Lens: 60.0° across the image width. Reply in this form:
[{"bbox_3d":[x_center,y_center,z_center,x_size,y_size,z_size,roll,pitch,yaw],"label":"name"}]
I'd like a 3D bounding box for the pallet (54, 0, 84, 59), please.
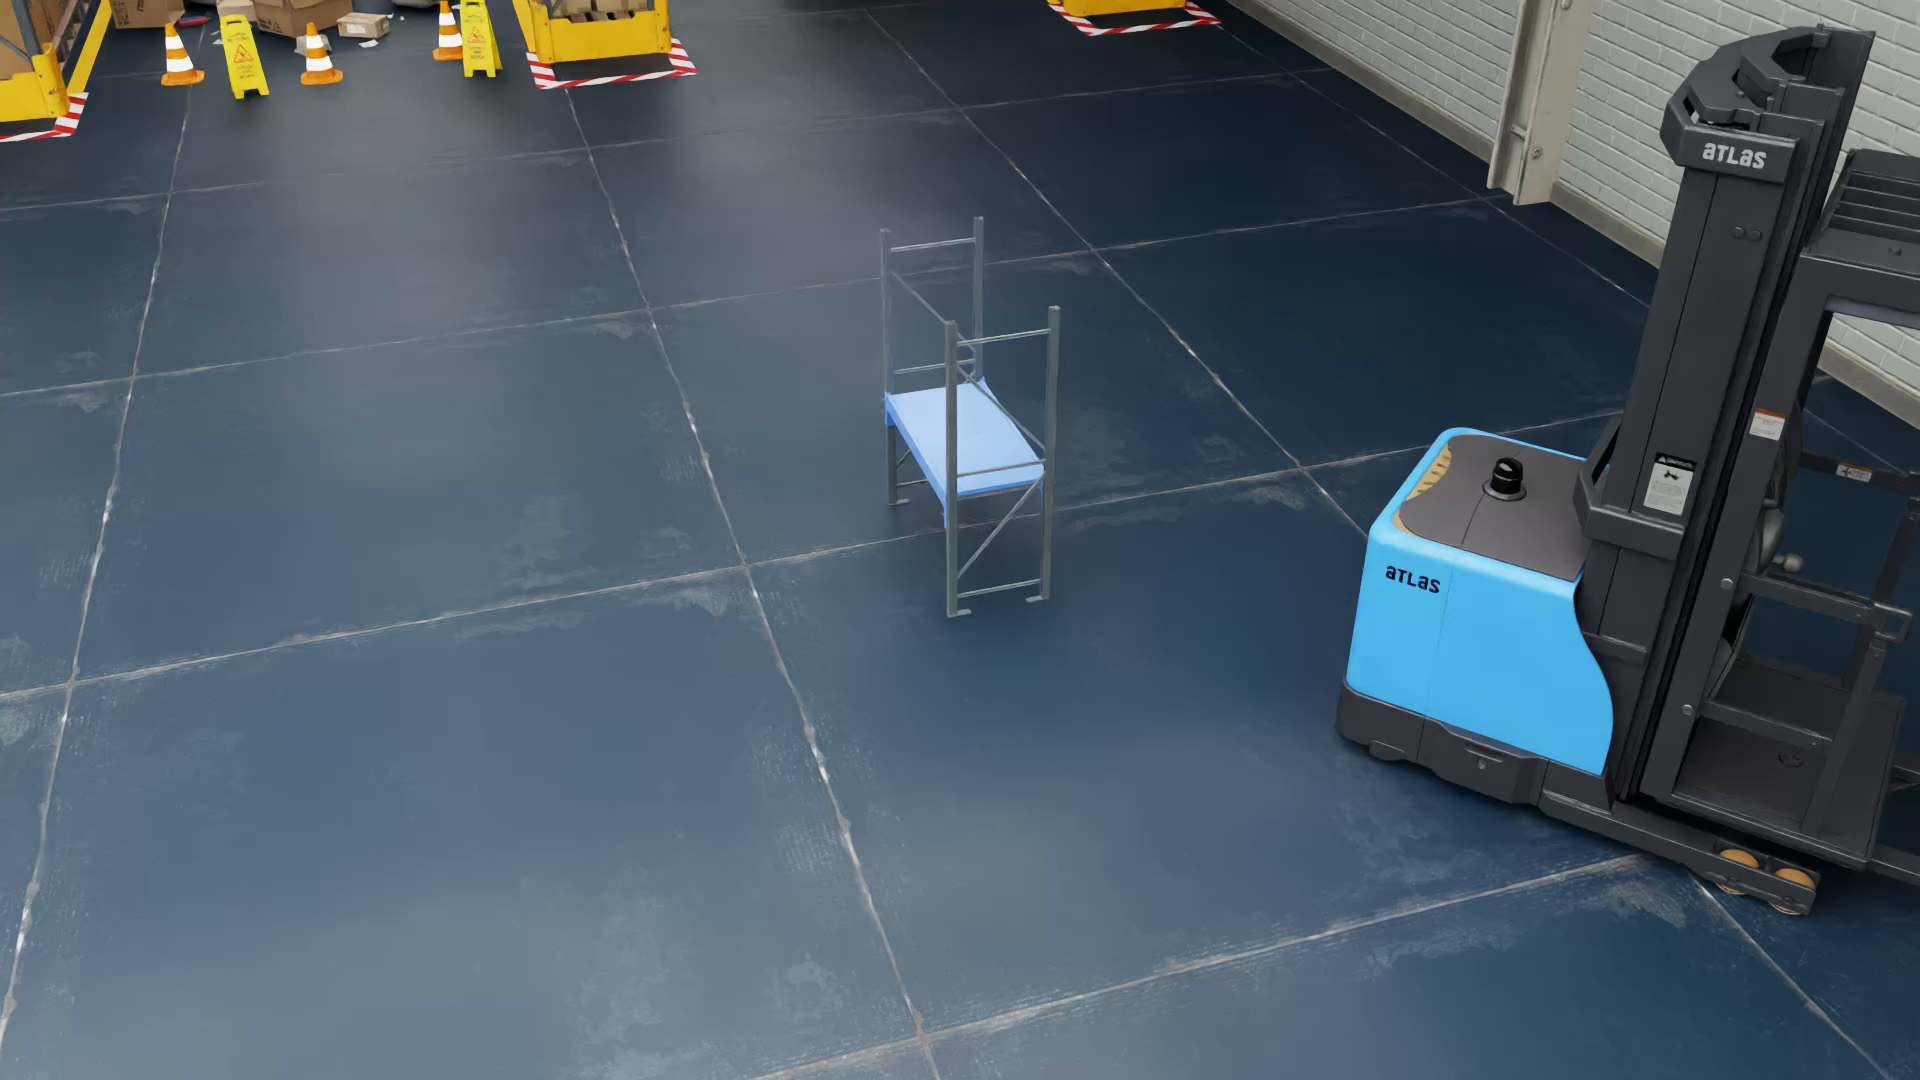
[{"bbox_3d":[-8.517,-4.559,14.959,1.003,0.211,1.213,-10,35,-15],"label":"pallet"}]

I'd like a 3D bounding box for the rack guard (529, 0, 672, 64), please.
[{"bbox_3d":[-3.170,-4.559,14.696,1.175,0.500,0.348,-10,35,-15],"label":"rack guard"}]

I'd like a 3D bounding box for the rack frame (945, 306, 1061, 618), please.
[{"bbox_3d":[0.181,-0.314,7.365,0.500,1.500,0.032,-10,35,-15],"label":"rack frame"}]

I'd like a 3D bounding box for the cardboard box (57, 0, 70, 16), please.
[{"bbox_3d":[-8.647,-5.251,15.022,0.875,0.875,0.875,-10,35,-14],"label":"cardboard box"}]

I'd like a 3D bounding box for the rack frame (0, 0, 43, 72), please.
[{"bbox_3d":[-7.830,-4.677,12.607,1.000,3.000,0.127,-10,35,-15],"label":"rack frame"}]

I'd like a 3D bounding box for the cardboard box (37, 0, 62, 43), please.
[{"bbox_3d":[-8.371,-4.772,14.297,0.875,0.875,0.875,-11,35,-15],"label":"cardboard box"}]

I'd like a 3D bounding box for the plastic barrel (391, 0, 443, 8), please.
[{"bbox_3d":[-5.219,-5.317,15.913,0.512,0.421,0.421,13,36,18],"label":"plastic barrel"}]

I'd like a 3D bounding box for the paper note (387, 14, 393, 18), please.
[{"bbox_3d":[-5.447,-4.952,15.726,0.148,0.019,0.142,1,33,2],"label":"paper note"}]

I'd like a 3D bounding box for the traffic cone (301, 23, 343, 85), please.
[{"bbox_3d":[-5.460,-4.148,14.107,0.336,0.463,0.334,-10,35,-15],"label":"traffic cone"}]

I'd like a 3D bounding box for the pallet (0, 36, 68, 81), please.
[{"bbox_3d":[-8.149,-3.920,13.991,1.003,0.211,1.213,-10,35,-15],"label":"pallet"}]

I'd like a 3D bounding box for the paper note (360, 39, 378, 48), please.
[{"bbox_3d":[-5.331,-4.485,15.010,0.148,0.019,0.142,-23,40,-31],"label":"paper note"}]

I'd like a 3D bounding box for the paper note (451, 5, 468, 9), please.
[{"bbox_3d":[-4.811,-5.136,15.995,0.142,0.019,0.148,-23,40,-31],"label":"paper note"}]

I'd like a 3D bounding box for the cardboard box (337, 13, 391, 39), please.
[{"bbox_3d":[-5.470,-4.721,15.260,0.380,0.149,0.250,7,34,10],"label":"cardboard box"}]

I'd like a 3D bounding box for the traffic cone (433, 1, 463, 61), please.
[{"bbox_3d":[-4.507,-4.513,14.660,0.336,0.463,0.334,-10,35,-15],"label":"traffic cone"}]

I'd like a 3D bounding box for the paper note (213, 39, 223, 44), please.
[{"bbox_3d":[-6.679,-4.524,15.071,0.144,0.017,0.142,1,33,2],"label":"paper note"}]

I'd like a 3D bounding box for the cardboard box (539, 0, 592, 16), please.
[{"bbox_3d":[-3.657,-4.982,15.182,0.500,0.250,0.500,-10,35,-15],"label":"cardboard box"}]

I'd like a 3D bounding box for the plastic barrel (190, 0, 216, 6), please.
[{"bbox_3d":[-7.244,-5.364,15.984,0.512,0.421,0.421,13,36,18],"label":"plastic barrel"}]

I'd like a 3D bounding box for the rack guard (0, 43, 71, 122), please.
[{"bbox_3d":[-7.823,-3.621,13.277,1.175,0.500,0.348,-10,35,-15],"label":"rack guard"}]

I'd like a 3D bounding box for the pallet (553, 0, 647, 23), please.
[{"bbox_3d":[-3.384,-4.871,15.430,1.003,0.211,1.213,-10,35,-15],"label":"pallet"}]

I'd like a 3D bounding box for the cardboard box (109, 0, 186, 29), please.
[{"bbox_3d":[-7.600,-5.093,15.501,0.500,0.500,0.500,-4,34,-6],"label":"cardboard box"}]

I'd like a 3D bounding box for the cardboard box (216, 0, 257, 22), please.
[{"bbox_3d":[-6.772,-5.044,15.642,0.396,0.266,0.258,-4,34,-6],"label":"cardboard box"}]

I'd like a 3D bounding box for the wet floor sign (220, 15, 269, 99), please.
[{"bbox_3d":[-5.936,-4.012,13.737,0.267,0.644,0.232,-16,37,-23],"label":"wet floor sign"}]

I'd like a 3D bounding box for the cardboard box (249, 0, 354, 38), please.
[{"bbox_3d":[-6.094,-5.017,15.386,0.637,0.503,0.797,19,38,26],"label":"cardboard box"}]

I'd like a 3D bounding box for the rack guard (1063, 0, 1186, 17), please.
[{"bbox_3d":[1.586,-5.344,15.883,1.175,0.500,0.348,-10,35,-15],"label":"rack guard"}]

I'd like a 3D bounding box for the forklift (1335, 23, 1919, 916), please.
[{"bbox_3d":[3.093,-0.175,5.856,3.031,2.935,1.130,19,38,26],"label":"forklift"}]

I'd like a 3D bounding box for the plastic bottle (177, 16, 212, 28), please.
[{"bbox_3d":[-7.146,-4.845,15.527,0.283,0.061,0.133,-23,40,-31],"label":"plastic bottle"}]

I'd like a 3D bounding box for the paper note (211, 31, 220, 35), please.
[{"bbox_3d":[-6.849,-4.669,15.306,0.032,0.001,0.123,7,34,10],"label":"paper note"}]

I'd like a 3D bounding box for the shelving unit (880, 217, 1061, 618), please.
[{"bbox_3d":[0.026,-0.581,7.769,0.538,1.500,1.048,-10,35,-15],"label":"shelving unit"}]

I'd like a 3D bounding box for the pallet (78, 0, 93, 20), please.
[{"bbox_3d":[-8.893,-5.201,15.930,1.003,0.211,1.213,-10,35,-15],"label":"pallet"}]

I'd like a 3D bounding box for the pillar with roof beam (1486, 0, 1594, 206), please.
[{"bbox_3d":[-0.045,-5.545,8.479,9.100,9.000,0.400,-10,35,-15],"label":"pillar with roof beam"}]

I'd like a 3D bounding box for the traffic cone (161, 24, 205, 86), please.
[{"bbox_3d":[-6.640,-4.136,14.090,0.336,0.463,0.334,-10,35,-15],"label":"traffic cone"}]

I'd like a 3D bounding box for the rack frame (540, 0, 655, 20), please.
[{"bbox_3d":[-3.147,-5.562,13.947,1.000,3.000,0.127,-10,35,-15],"label":"rack frame"}]

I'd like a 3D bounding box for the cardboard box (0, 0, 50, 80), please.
[{"bbox_3d":[-8.100,-4.311,13.599,0.875,0.875,0.875,-10,35,-14],"label":"cardboard box"}]

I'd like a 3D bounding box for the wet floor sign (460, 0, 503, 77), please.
[{"bbox_3d":[-4.108,-4.300,14.173,0.267,0.644,0.232,1,33,2],"label":"wet floor sign"}]

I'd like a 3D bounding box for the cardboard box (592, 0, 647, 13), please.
[{"bbox_3d":[-3.130,-5.060,15.300,0.500,0.250,0.500,-10,35,-15],"label":"cardboard box"}]

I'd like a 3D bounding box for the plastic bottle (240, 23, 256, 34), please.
[{"bbox_3d":[-6.617,-4.727,15.348,0.133,0.061,0.283,-23,40,-31],"label":"plastic bottle"}]

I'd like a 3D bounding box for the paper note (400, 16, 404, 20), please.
[{"bbox_3d":[-5.266,-4.925,15.694,0.032,0.001,0.123,-10,35,-15],"label":"paper note"}]

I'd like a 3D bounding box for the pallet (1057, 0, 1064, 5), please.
[{"bbox_3d":[1.306,-5.630,16.579,1.003,0.211,1.213,-10,35,-15],"label":"pallet"}]

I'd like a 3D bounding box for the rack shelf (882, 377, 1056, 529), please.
[{"bbox_3d":[0.026,-0.431,7.868,0.538,0.185,1.000,-10,35,-15],"label":"rack shelf"}]

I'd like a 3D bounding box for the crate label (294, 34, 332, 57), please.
[{"bbox_3d":[-5.759,-4.414,14.806,0.298,0.136,0.250,27,42,34],"label":"crate label"}]

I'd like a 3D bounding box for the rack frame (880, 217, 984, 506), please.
[{"bbox_3d":[-0.129,-0.848,8.173,0.500,1.500,0.032,-10,35,-15],"label":"rack frame"}]
